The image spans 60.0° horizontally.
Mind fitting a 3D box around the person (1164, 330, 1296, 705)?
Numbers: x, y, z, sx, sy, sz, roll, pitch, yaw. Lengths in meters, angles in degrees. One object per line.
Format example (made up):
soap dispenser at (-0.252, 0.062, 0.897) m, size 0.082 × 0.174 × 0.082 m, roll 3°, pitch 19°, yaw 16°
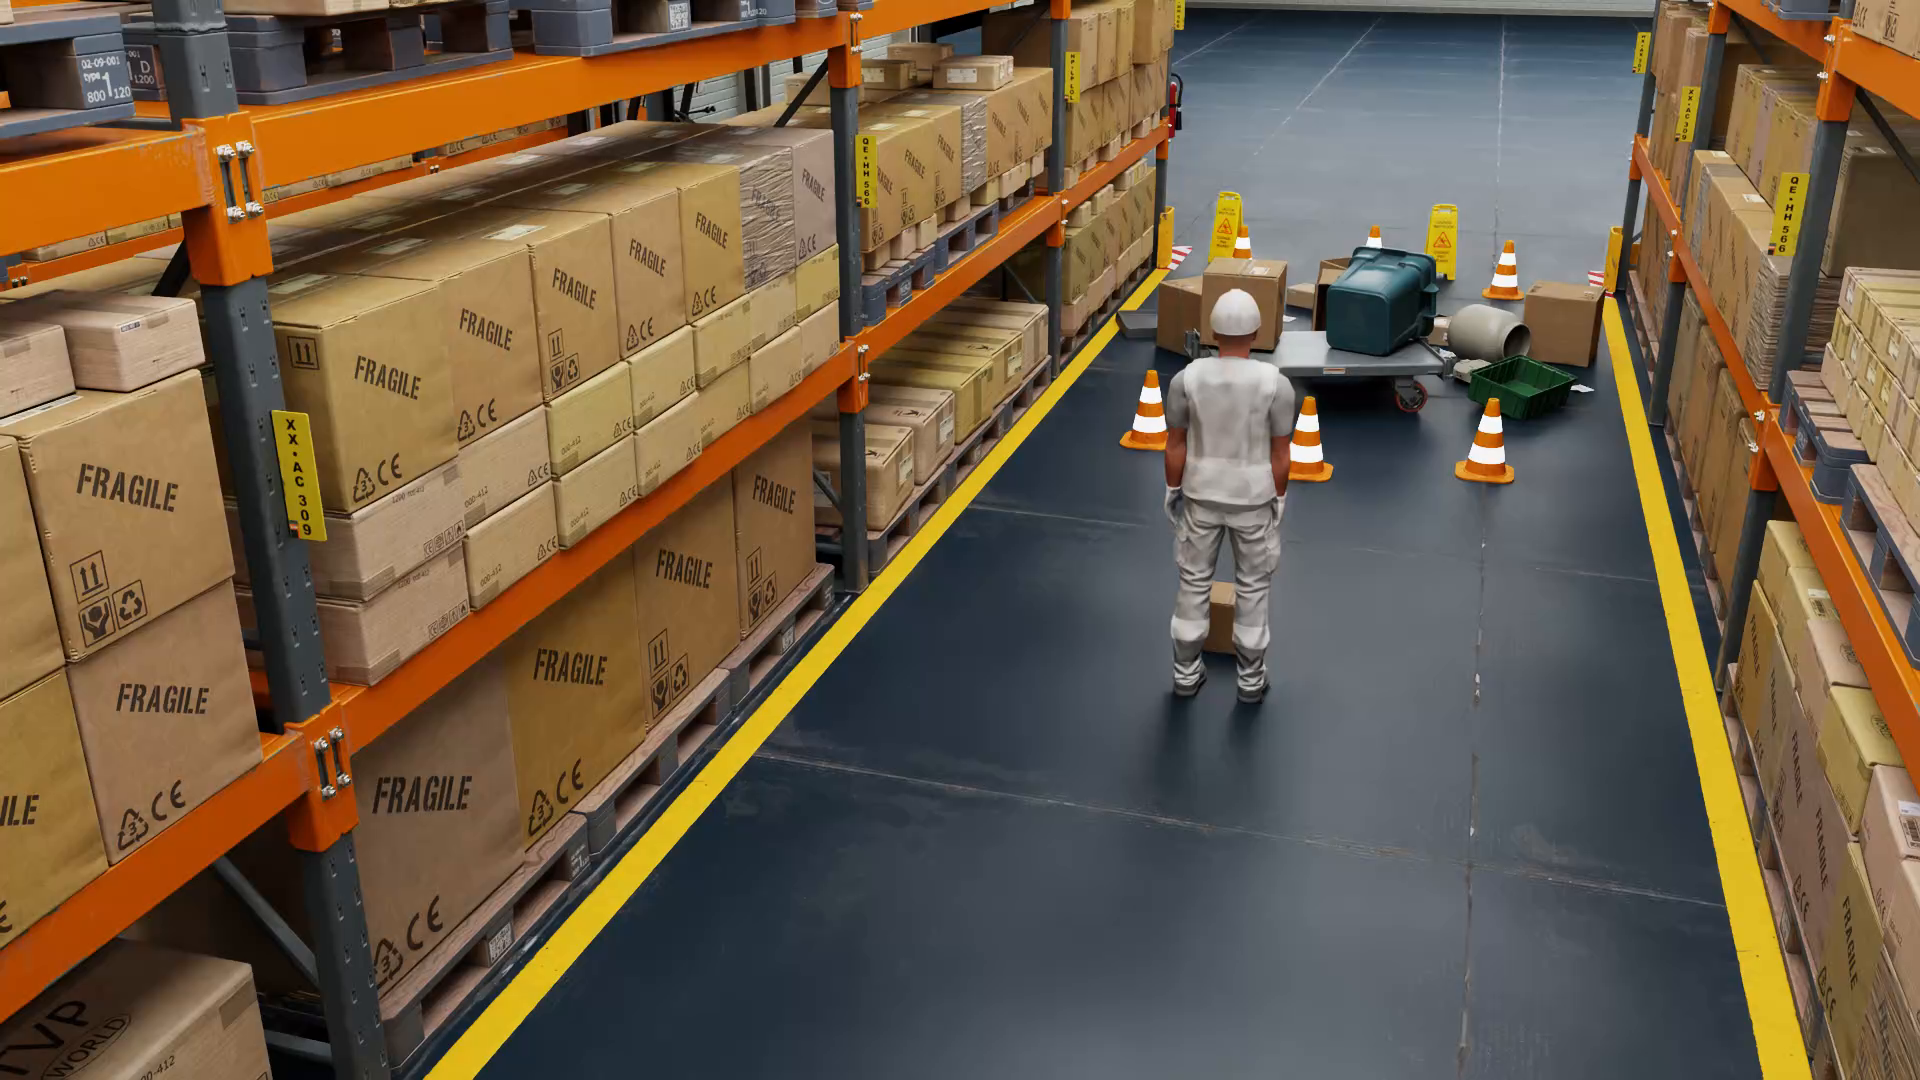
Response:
person at (15.494, -1.752, 11.015) m, size 25.183 × 1.740 × 17.442 m, roll 7°, pitch 23°, yaw 17°
